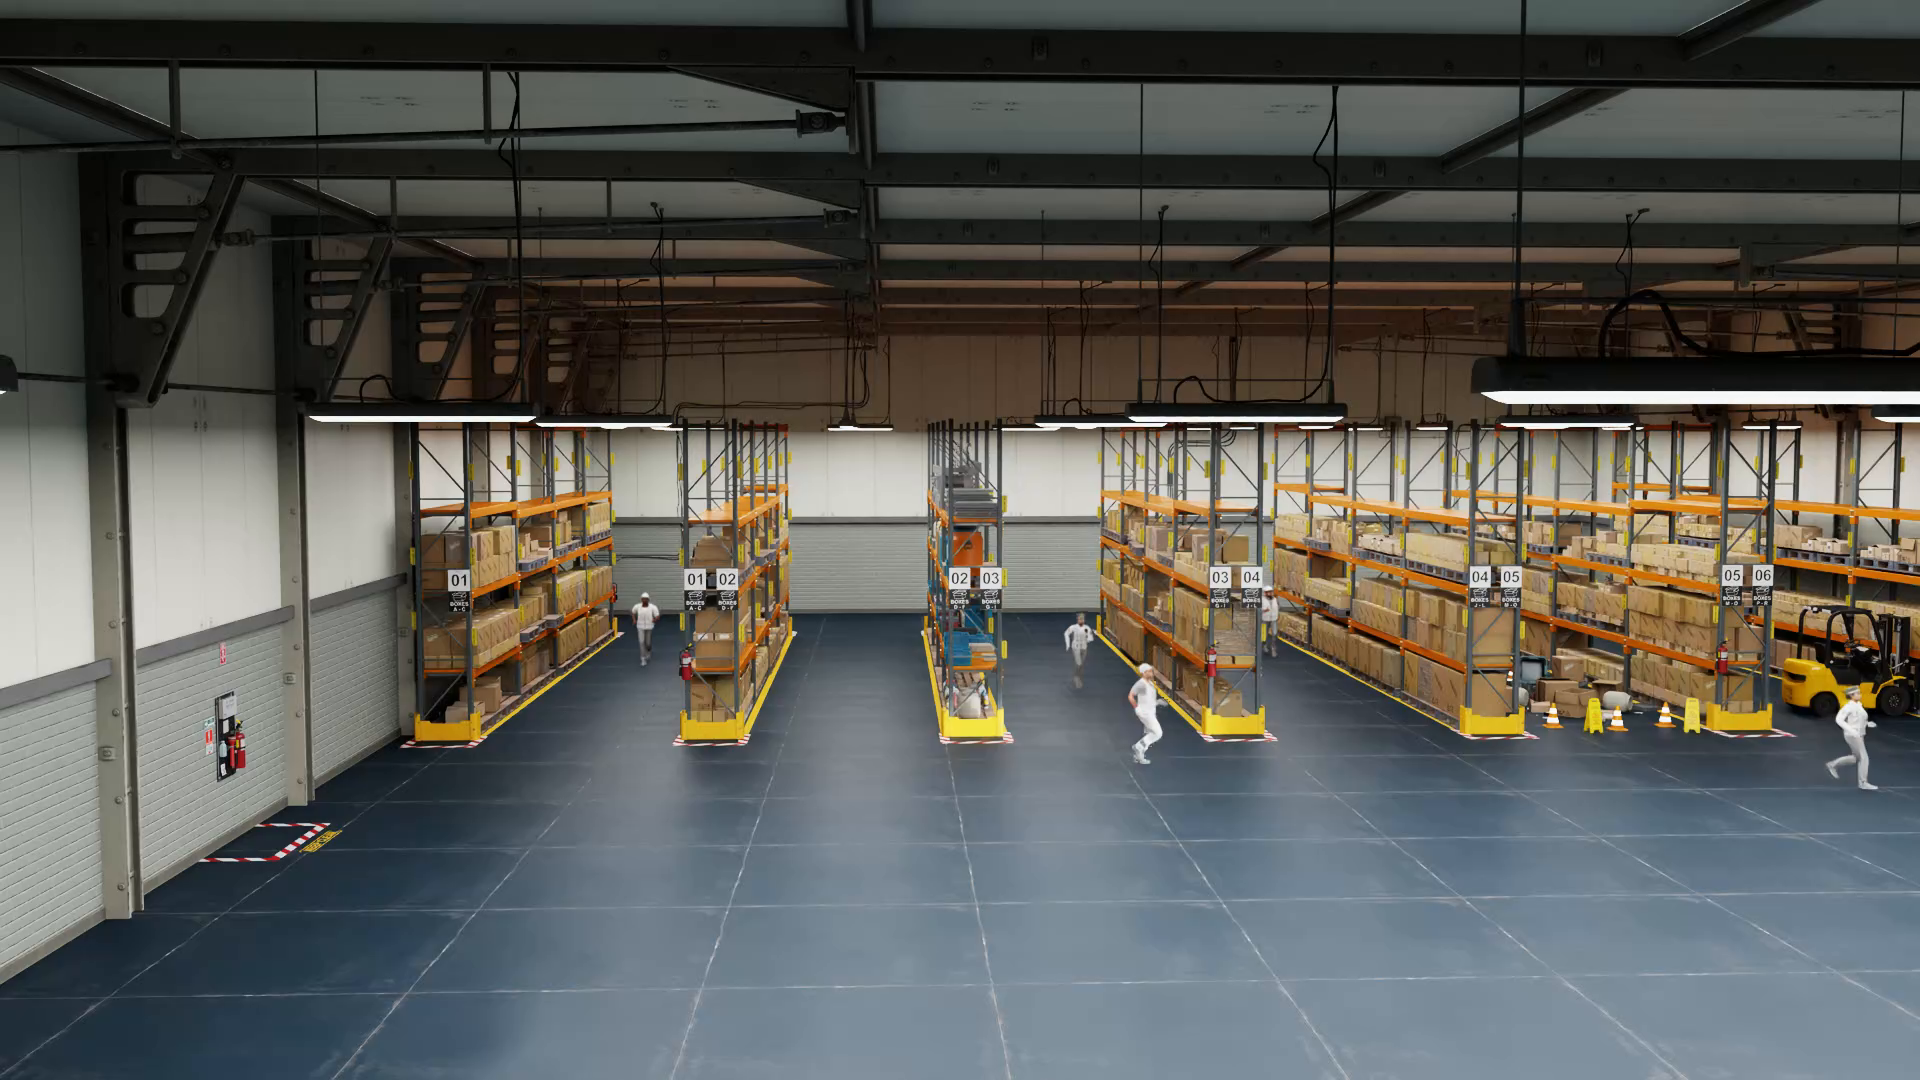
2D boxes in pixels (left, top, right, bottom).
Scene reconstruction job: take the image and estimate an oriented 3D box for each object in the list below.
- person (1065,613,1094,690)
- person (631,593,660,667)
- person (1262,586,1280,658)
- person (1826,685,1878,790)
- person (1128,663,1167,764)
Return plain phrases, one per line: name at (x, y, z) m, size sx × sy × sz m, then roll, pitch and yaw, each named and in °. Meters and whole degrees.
person at (2.697, 2.492, 37.350) m, size 0.573 × 1.738 × 0.784 m, roll -1°, pitch 4°, yaw -15°
person at (-7.801, 2.199, 41.233) m, size 0.700 × 1.770 × 0.971 m, roll -1°, pitch 4°, yaw -9°
person at (7.960, 2.089, 42.865) m, size 0.648 × 1.824 × 0.858 m, roll 0°, pitch 4°, yaw -1°
person at (14.434, 3.164, 26.855) m, size 0.626 × 1.665 × 0.782 m, roll -3°, pitch 5°, yaw -43°
person at (3.271, 3.003, 28.713) m, size 0.598 × 1.743 × 0.646 m, roll 1°, pitch 4°, yaw 22°
